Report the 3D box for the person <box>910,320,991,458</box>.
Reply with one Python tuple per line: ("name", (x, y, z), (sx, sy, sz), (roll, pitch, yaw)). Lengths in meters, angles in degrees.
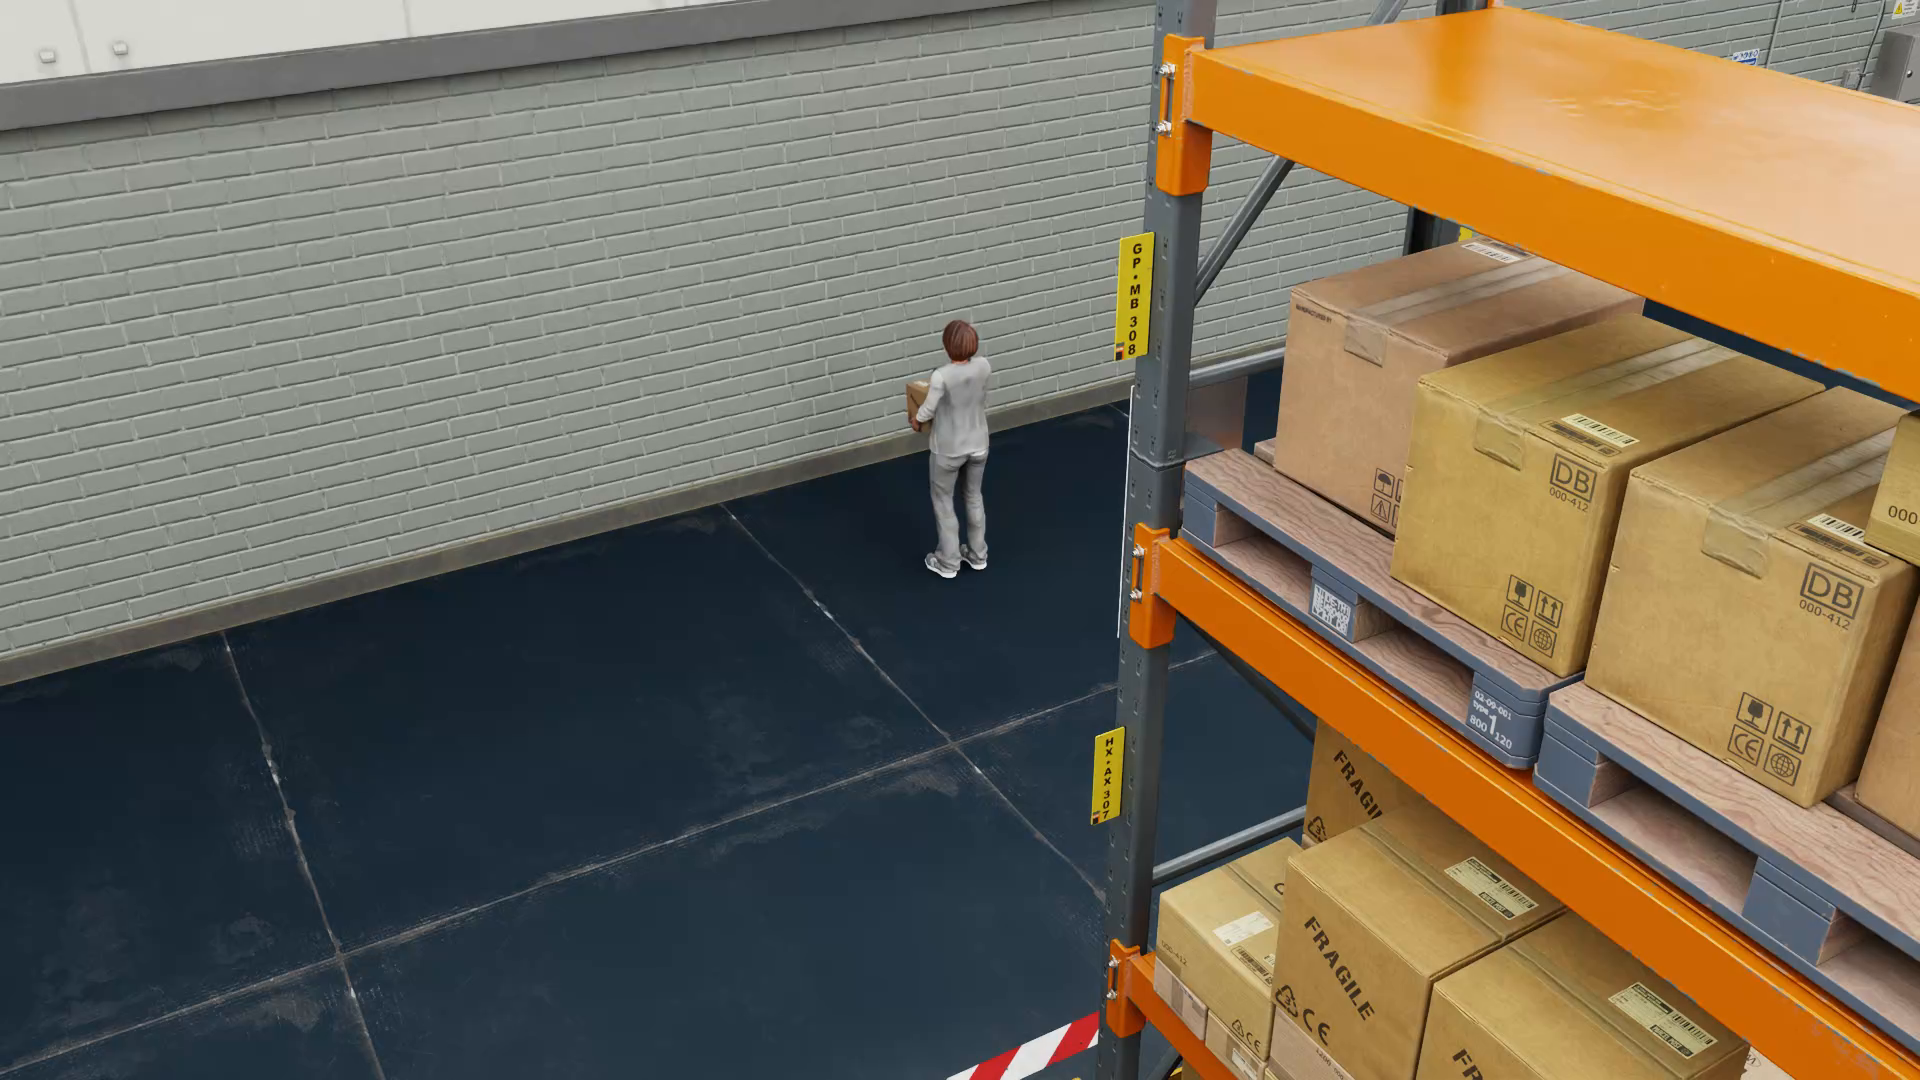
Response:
("person", (-0.055, -0.907, 9.352), (0.412, 0.790, 0.488), (-16, 33, -26))
